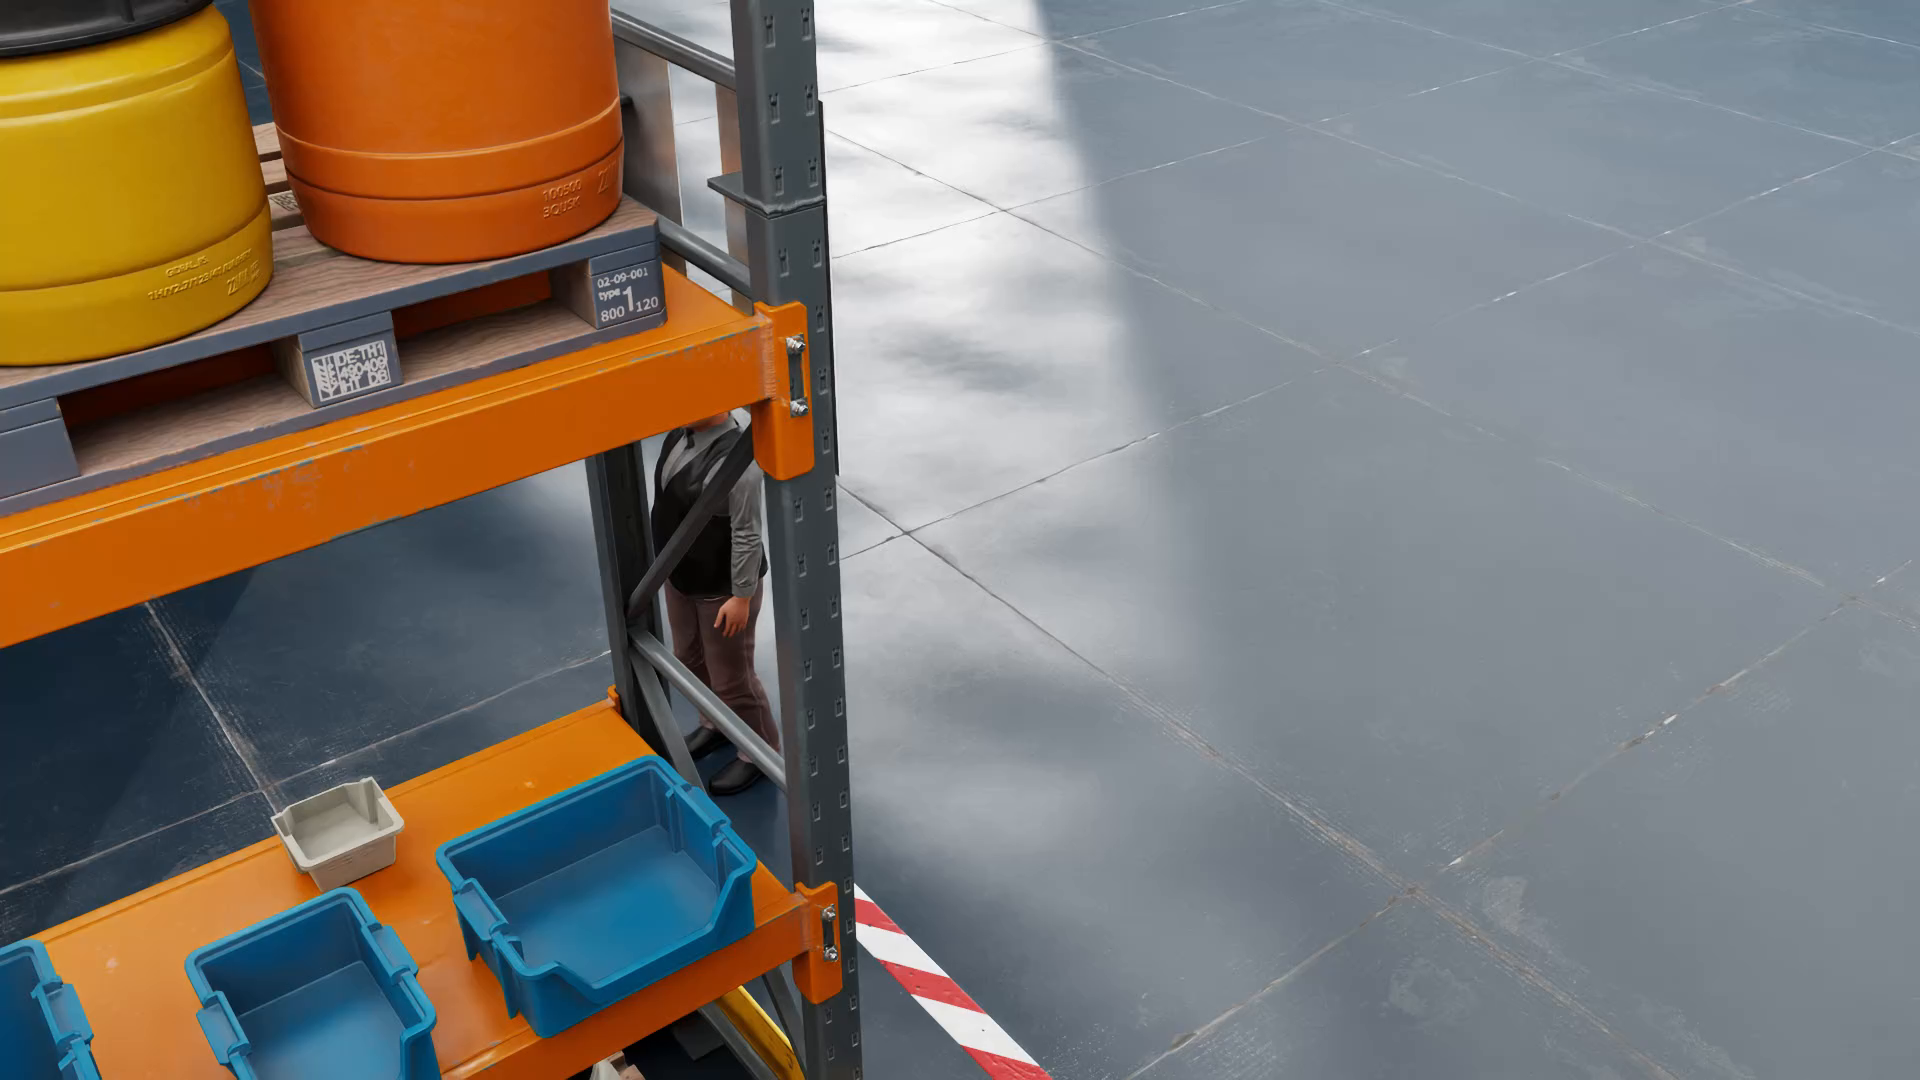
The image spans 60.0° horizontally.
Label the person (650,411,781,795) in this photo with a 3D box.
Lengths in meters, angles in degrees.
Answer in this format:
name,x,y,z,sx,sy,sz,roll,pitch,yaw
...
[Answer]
name,x,y,z,sx,sy,sz,roll,pitch,yaw
person,-0.882,0.137,5.950,0.359,1.714,0.530,-21,38,-30
